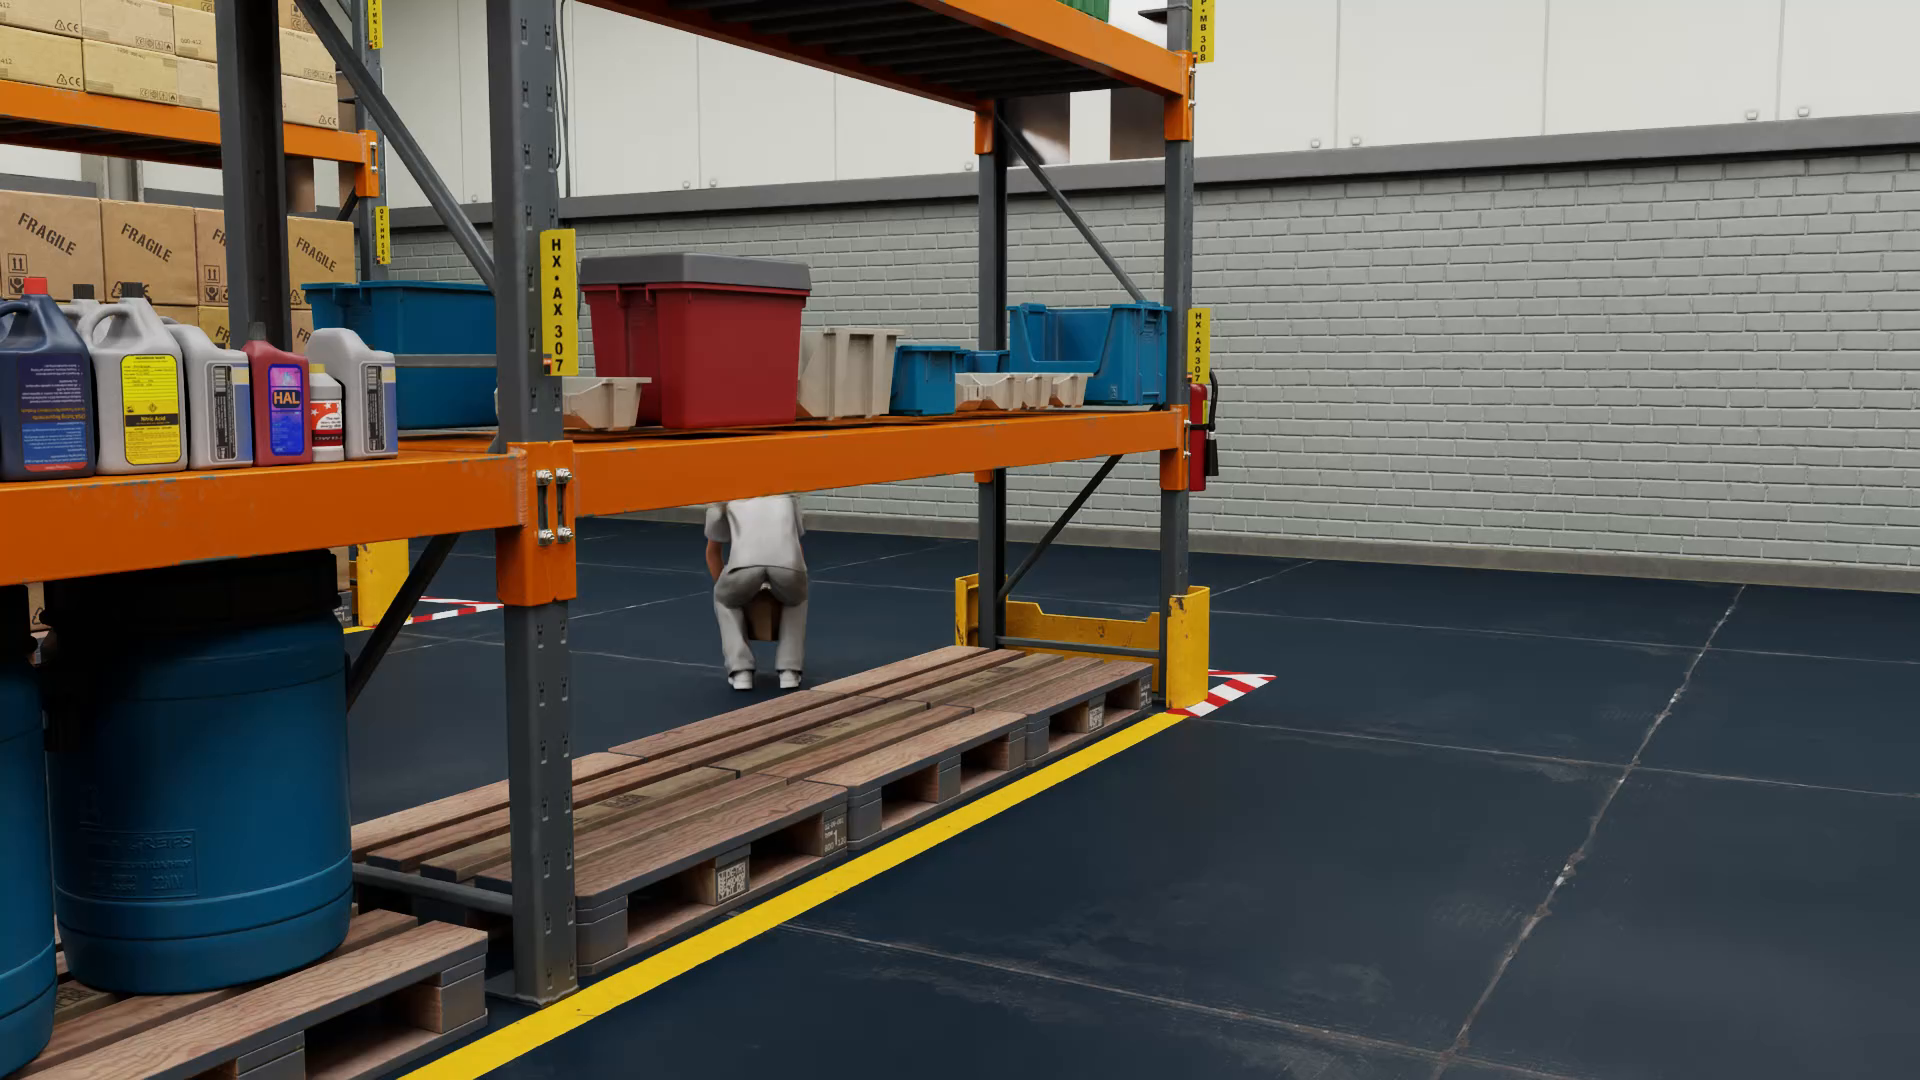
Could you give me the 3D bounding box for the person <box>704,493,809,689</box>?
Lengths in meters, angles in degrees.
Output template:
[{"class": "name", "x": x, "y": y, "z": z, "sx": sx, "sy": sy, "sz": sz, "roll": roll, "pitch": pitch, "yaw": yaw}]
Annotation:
[{"class": "person", "x": -0.958, "y": 0.133, "z": 7.856, "sx": 0.493, "sy": 1.095, "sz": 0.750, "roll": -1, "pitch": 6, "yaw": -8}]
